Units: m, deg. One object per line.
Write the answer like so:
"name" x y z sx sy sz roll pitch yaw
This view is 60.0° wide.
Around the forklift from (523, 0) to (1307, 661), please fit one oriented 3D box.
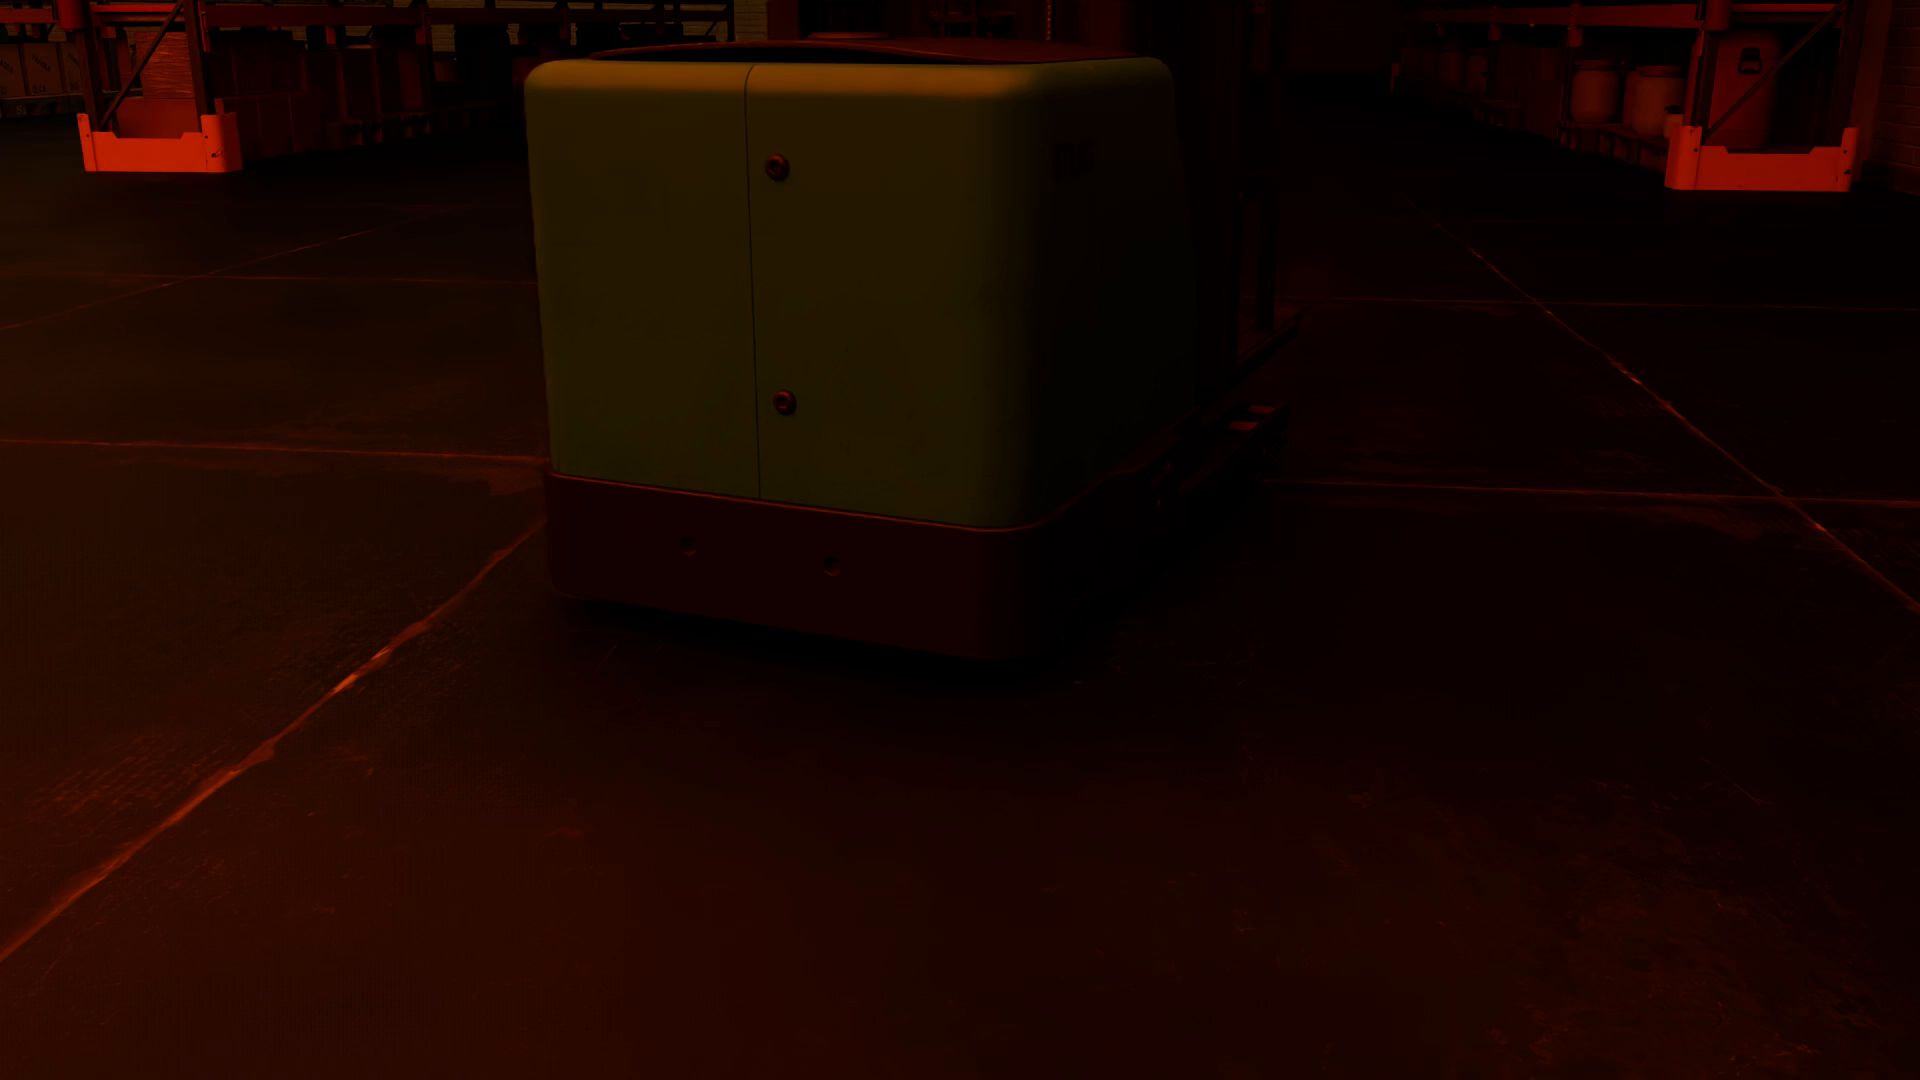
"forklift" 0.238 -1.587 3.985 1.130 2.935 3.031 7 19 22
